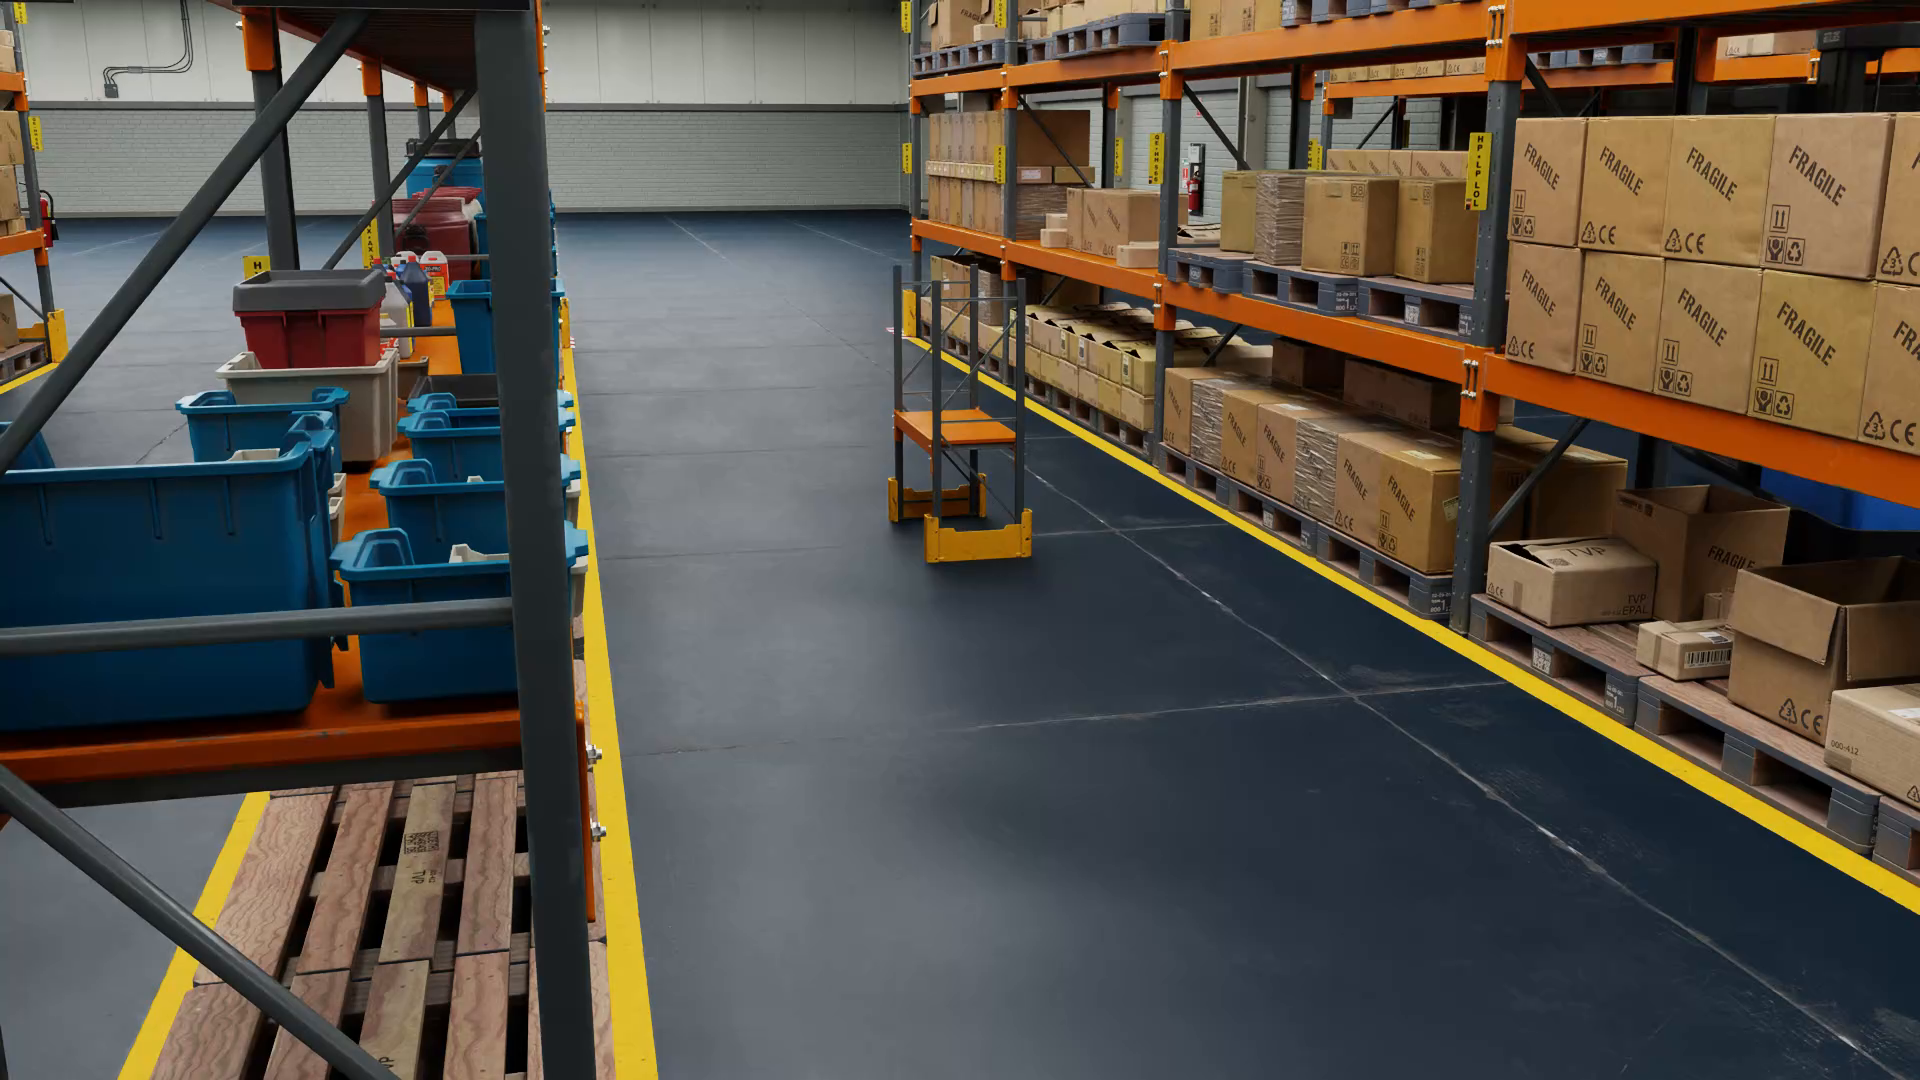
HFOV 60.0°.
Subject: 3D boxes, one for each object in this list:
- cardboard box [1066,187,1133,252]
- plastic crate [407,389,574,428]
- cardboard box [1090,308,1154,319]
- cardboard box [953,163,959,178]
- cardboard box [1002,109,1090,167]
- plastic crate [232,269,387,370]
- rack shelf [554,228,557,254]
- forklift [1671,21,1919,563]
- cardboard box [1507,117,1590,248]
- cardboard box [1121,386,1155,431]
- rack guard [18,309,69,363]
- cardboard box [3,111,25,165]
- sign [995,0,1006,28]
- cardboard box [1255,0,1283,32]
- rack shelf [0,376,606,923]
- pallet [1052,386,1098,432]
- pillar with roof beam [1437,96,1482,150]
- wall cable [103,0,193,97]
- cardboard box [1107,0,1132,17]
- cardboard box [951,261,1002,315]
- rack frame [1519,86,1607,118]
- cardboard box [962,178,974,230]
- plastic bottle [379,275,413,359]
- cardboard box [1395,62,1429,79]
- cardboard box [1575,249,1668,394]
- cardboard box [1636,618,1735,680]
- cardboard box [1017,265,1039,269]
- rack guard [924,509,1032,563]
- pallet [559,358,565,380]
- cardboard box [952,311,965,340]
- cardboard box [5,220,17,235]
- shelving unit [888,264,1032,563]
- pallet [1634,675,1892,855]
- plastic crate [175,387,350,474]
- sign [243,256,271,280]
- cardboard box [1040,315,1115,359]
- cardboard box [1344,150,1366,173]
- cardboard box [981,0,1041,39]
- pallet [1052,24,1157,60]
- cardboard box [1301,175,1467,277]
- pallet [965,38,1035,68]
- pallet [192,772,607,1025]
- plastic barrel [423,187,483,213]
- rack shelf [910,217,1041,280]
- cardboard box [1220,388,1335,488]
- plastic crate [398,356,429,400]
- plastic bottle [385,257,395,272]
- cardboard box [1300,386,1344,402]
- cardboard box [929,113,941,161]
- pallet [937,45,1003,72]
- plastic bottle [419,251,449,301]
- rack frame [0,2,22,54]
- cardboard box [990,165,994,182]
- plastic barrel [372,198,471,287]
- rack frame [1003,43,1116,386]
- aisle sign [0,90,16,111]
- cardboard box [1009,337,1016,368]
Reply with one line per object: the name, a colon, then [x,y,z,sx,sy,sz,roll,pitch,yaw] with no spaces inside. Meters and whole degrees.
cardboard box: [1.180,-2.650,13.744,0.500,0.500,0.500,-2,14,-9]
plastic crate: [-1.223,-0.254,4.372,0.416,0.233,0.300,-3,14,-13]
cardboard box: [1.394,-1.845,14.386,0.500,0.311,0.500,-3,14,-12]
cardboard box: [0.140,-3.788,17.035,0.380,0.149,0.250,-3,14,-14]
cardboard box: [0.781,-3.682,15.234,0.700,0.500,0.500,-3,14,-13]
plastic crate: [-2.079,-0.621,5.387,0.402,0.464,0.583,-3,14,-13]
rack shelf: [-4.394,-2.738,15.830,1.077,0.370,4.000,-3,14,-13]
forklift: [5.025,-1.521,9.478,1.130,2.935,3.031,1,14,3]
cardboard box: [2.608,-1.466,6.789,0.500,0.500,0.500,-3,14,-12]
cardboard box: [1.470,-0.955,11.923,0.500,0.250,0.500,-3,14,-12]
rack guard: [-9.660,-2.041,16.728,1.175,0.500,0.348,-3,14,-13]
cardboard box: [-9.308,-3.839,15.874,0.500,0.500,0.500,-3,14,-13]
sign: [0.353,-4.617,14.428,0.100,0.325,0.005,-3,14,-13]
cardboard box: [2.208,-3.148,9.461,0.910,0.500,0.500,-3,14,-13]
rack shelf: [-1.575,0.030,4.499,1.077,0.370,4.000,-3,14,-13]
pallet: [1.393,-1.097,13.472,1.003,0.211,1.213,-3,14,-13]
pillar with roof beam: [1.587,-6.662,17.735,9.100,9.000,0.400,-3,14,-13]
wall cable: [-22.068,-14.998,44.689,2.305,6.003,0.169,-3,14,-13]
cardboard box: [1.406,-3.921,12.267,0.500,0.250,0.500,-4,14,-14]
cardboard box: [0.212,-2.574,16.973,0.500,0.500,0.500,-3,14,-13]
rack frame: [5.706,-3.178,16.116,1.000,3.000,0.127,-3,14,-13]
cardboard box: [0.416,-3.407,16.843,0.700,0.500,0.500,-3,14,-11]
plastic bottle: [-2.439,-0.958,7.134,0.144,0.351,0.185,-3,14,-13]
cardboard box: [4.966,-5.158,17.644,0.500,0.500,0.500,-2,14,-10]
cardboard box: [2.749,-0.854,6.390,0.500,0.500,0.500,-3,14,-12]
cardboard box: [2.872,0.415,6.452,0.380,0.166,0.250,-3,14,-13]
cardboard box: [0.852,-2.489,16.623,0.500,0.500,0.500,-3,14,-13]
rack guard: [0.099,-0.024,8.999,0.587,0.250,0.087,-3,14,-13]
pallet: [-4.041,-1.429,14.830,1.003,0.211,1.213,-3,14,-13]
cardboard box: [0.213,-2.210,17.062,0.500,0.250,0.500,-3,14,-13]
cardboard box: [-9.243,-2.984,15.850,0.380,0.149,0.250,-3,14,-13]
shelving unit: [-0.018,-0.746,9.321,0.587,1.500,1.083,-3,14,-13]
pallet: [3.221,0.739,5.956,1.003,0.211,1.213,-3,14,-13]
plastic crate: [-1.837,-0.265,4.418,0.416,0.233,0.300,-3,14,-13]
sign: [-2.580,-0.885,6.145,0.100,0.325,0.005,-3,14,-13]
cardboard box: [0.982,-1.698,13.783,0.500,0.311,0.500,-4,14,-15]
cardboard box: [4.693,-4.161,18.831,0.500,0.500,0.500,-3,14,-13]
cardboard box: [0.628,-5.068,16.132,0.797,0.503,0.637,-2,14,-7]
pallet: [1.319,-3.753,12.548,1.003,0.211,1.213,-3,14,-11]
cardboard box: [2.296,-1.713,9.021,0.700,0.500,0.500,-7,16,-27]
pallet: [0.666,-4.511,15.436,1.003,0.211,1.213,-3,14,-13]
pallet: [-1.545,1.023,4.793,1.003,0.211,1.213,-3,14,-13]
plastic barrel: [-3.912,-2.459,12.886,0.433,0.535,0.433,0,14,0]
rack shelf: [0.422,-3.013,16.956,1.077,0.370,4.000,-3,14,-13]
cardboard box: [1.902,-0.621,9.987,0.500,0.500,0.500,-3,14,-14]
plastic crate: [-2.075,-0.566,5.854,0.396,0.136,0.243,-3,14,-13]
plastic bottle: [-3.101,-1.389,9.037,0.061,0.283,0.133,-3,14,-13]
cardboard box: [2.400,-0.656,10.132,0.500,0.500,0.500,-4,14,-15]
cardboard box: [0.062,-4.382,18.100,0.700,0.500,0.500,-3,14,-13]
pallet: [0.383,-4.792,16.586,1.003,0.211,1.213,-3,14,-13]
plastic bottle: [-3.049,-1.534,9.646,0.152,0.276,0.135,-3,14,-13]
rack frame: [-9.678,-6.187,15.791,1.000,3.000,0.127,-3,14,-13]
cardboard box: [0.500,-3.433,15.582,0.380,0.149,0.250,-4,14,-15]
plastic barrel: [-3.388,-1.860,10.432,0.600,0.536,0.708,-3,14,-13]
rack frame: [0.892,-2.901,14.982,1.000,3.000,0.127,-3,14,-13]
aisle sign: [-9.401,-4.567,16.321,0.394,0.787,0.004,-3,14,-13]
cardboard box: [0.746,-1.663,14.822,0.500,0.250,0.500,-4,14,-15]
